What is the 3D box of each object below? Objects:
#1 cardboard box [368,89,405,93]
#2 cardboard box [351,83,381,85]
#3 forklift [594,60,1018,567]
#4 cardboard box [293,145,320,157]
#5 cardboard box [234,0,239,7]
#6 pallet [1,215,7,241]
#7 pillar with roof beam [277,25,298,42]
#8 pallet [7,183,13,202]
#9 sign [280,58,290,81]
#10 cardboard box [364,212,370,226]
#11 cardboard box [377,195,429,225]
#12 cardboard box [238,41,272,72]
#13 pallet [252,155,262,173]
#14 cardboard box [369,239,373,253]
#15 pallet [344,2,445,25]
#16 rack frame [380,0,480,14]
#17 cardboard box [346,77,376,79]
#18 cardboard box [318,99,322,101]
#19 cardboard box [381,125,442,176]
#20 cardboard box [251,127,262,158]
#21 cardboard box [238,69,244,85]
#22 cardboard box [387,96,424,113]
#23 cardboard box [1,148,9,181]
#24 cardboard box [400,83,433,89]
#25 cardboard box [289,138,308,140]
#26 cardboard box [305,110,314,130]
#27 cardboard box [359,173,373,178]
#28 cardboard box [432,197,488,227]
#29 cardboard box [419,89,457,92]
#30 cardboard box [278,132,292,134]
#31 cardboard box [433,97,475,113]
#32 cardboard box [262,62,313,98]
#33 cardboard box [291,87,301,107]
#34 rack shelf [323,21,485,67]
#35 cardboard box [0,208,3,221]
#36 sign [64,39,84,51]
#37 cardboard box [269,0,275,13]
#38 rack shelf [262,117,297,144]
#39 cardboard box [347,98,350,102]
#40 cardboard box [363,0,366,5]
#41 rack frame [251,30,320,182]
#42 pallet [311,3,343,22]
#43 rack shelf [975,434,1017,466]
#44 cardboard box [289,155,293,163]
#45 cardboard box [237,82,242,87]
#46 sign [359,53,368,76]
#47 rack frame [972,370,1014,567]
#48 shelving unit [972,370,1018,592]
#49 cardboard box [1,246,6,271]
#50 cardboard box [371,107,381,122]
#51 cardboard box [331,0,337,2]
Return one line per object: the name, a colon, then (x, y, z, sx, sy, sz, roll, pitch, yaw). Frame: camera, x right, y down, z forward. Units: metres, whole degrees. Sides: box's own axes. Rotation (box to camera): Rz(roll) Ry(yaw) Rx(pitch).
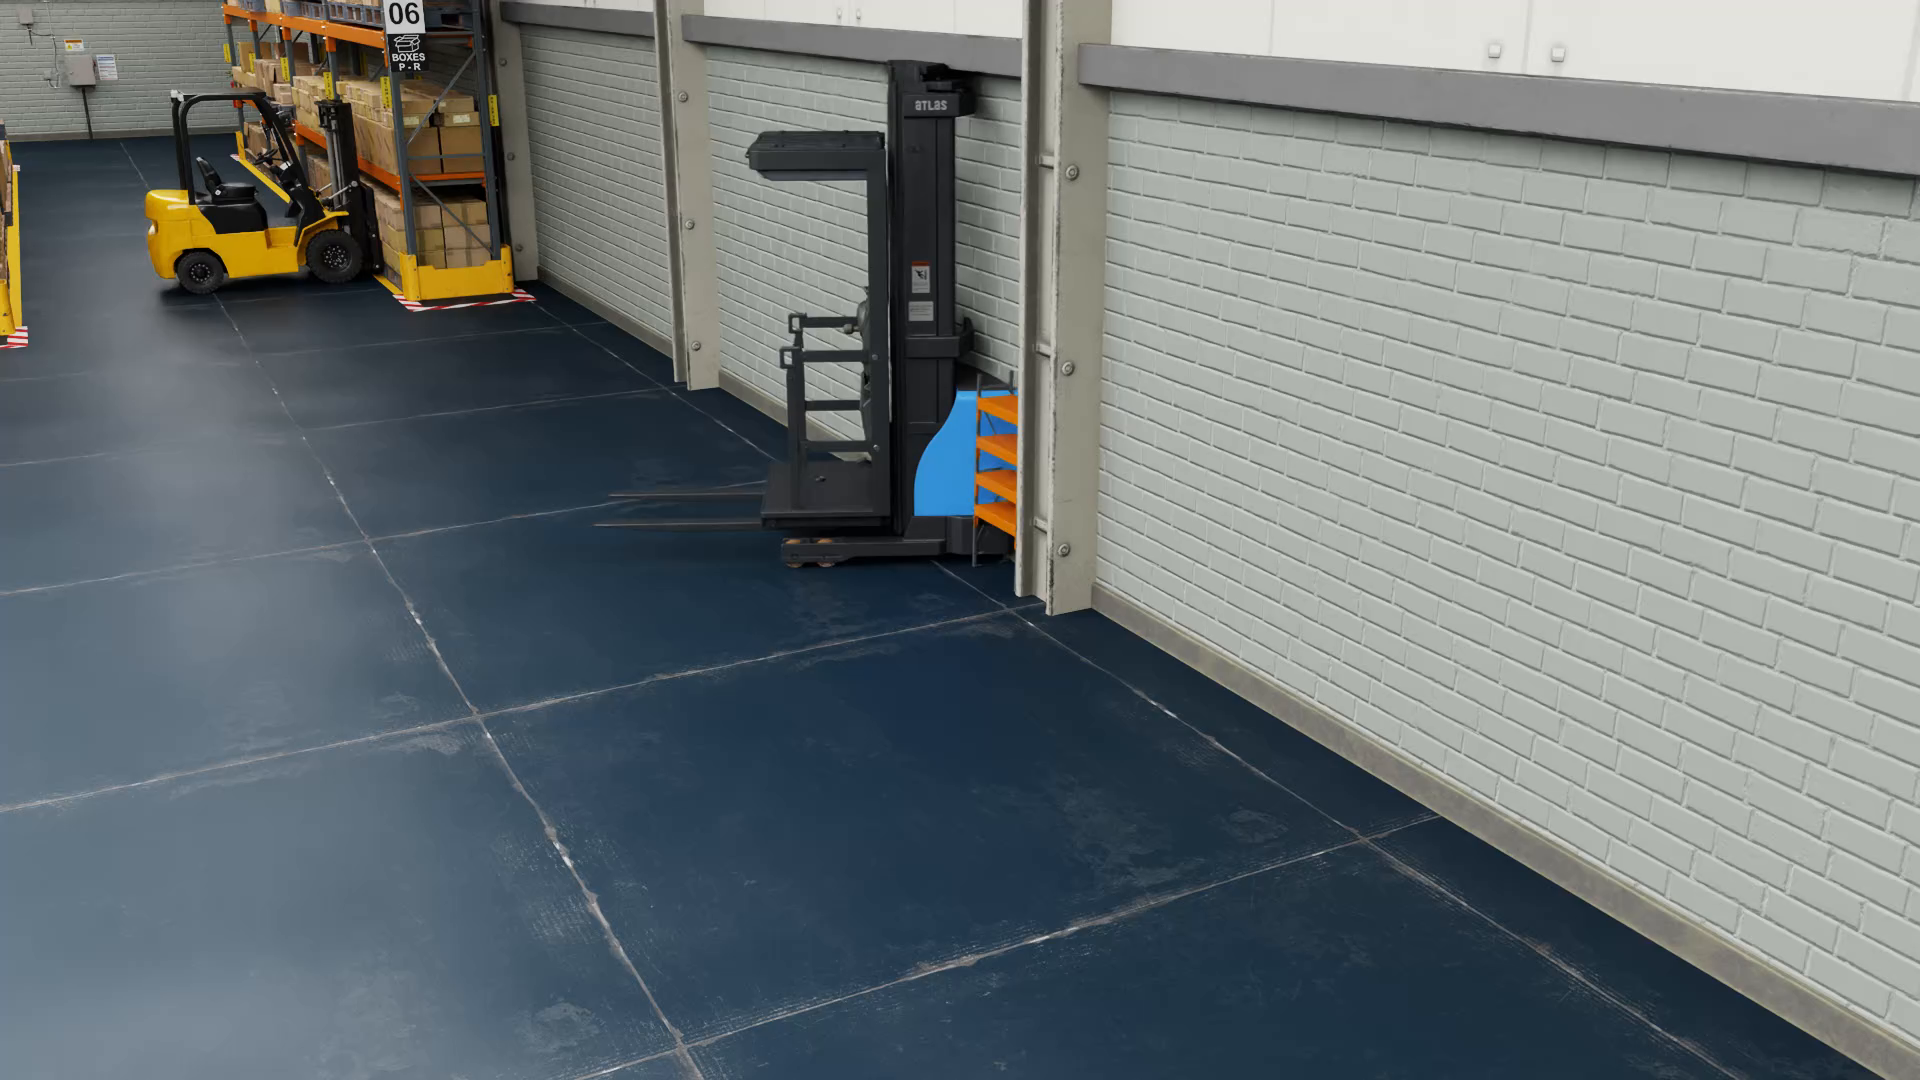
cardboard box: (-6.699, -5.180, 19.440, 0.380, 0.149, 0.250, -10, 21, -26)
cardboard box: (-7.286, -5.548, 20.507, 0.380, 0.149, 0.250, -10, 22, -28)
forklift: (-0.753, -1.397, 10.186, 3.031, 2.935, 1.130, -1, 19, -3)
cardboard box: (-10.023, -5.972, 25.533, 0.380, 0.149, 0.250, -11, 22, -29)
cardboard box: (-12.496, -9.414, 29.103, 0.380, 0.149, 0.250, -10, 21, -26)
pallet: (-13.405, -4.159, 22.362, 1.003, 0.211, 1.213, -10, 21, -27)
pillar with roof beam: (-17.483, -11.851, 31.181, 9.100, 9.000, 0.400, -10, 21, -27)
pallet: (-15.242, -5.322, 25.732, 1.003, 0.211, 1.213, -10, 21, -27)
sign: (-9.882, -6.895, 24.362, 0.100, 0.325, 0.005, -10, 21, -27)
cardboard box: (-6.843, -3.837, 19.957, 0.500, 0.250, 0.500, -10, 21, -27)
cardboard box: (-6.350, -3.776, 19.016, 0.500, 0.250, 0.500, -10, 21, -26)
cardboard box: (-12.516, -8.590, 29.552, 0.500, 0.500, 0.500, -9, 21, -25)
pallet: (-12.216, -6.850, 30.160, 1.003, 0.211, 1.213, -10, 21, -27)
cardboard box: (-6.835, -3.595, 20.023, 0.500, 0.250, 0.500, -9, 21, -25)
pallet: (-6.506, -6.109, 19.275, 1.003, 0.211, 1.213, -10, 21, -27)
rack frame: (-5.610, -7.011, 17.155, 1.000, 3.000, 0.127, -10, 21, -27)
cardboard box: (-8.606, -6.563, 23.904, 0.380, 0.149, 0.250, -10, 22, -28)
cardboard box: (-8.218, -5.737, 22.123, 0.500, 0.250, 0.500, -11, 22, -28)
cardboard box: (-6.074, -4.323, 18.409, 0.500, 0.500, 0.500, -11, 22, -28)
cardboard box: (-12.466, -7.177, 30.019, 0.500, 0.500, 0.500, -10, 21, -26)
cardboard box: (-12.746, -8.377, 30.082, 0.500, 0.250, 0.500, -10, 22, -28)
cardboard box: (-6.110, -4.806, 18.358, 0.380, 0.149, 0.250, -10, 21, -27)
cardboard box: (-15.878, -6.035, 26.805, 0.875, 0.438, 0.875, -10, 22, -27)
cardboard box: (-6.697, -5.559, 20.539, 0.380, 0.149, 0.250, -10, 22, -28)
cardboard box: (-10.543, -6.362, 26.663, 0.380, 0.149, 0.250, -10, 21, -26)
cardboard box: (-8.928, -5.944, 23.489, 0.500, 0.250, 0.500, -11, 22, -28)
cardboard box: (-7.555, -4.508, 21.135, 0.500, 0.250, 0.500, -10, 22, -27)
cardboard box: (-5.671, -3.714, 18.835, 0.500, 0.250, 0.500, -10, 22, -27)
cardboard box: (-6.103, -5.189, 19.468, 0.380, 0.149, 0.250, -11, 22, -28)
cardboard box: (-11.172, -6.732, 27.737, 0.380, 0.149, 0.250, -11, 22, -28)
cardboard box: (-5.581, -4.800, 18.338, 0.380, 0.149, 0.250, -10, 22, -28)
cardboard box: (-10.656, -7.319, 26.445, 0.700, 0.500, 0.500, -10, 21, -27)
cardboard box: (-9.435, -6.468, 24.242, 0.500, 0.250, 0.500, -10, 21, -27)
rack shelf: (-6.559, -5.828, 19.426, 1.077, 0.370, 4.000, -10, 21, -27)
cardboard box: (-13.516, -4.495, 22.443, 0.950, 0.372, 0.625, -12, 22, -30)
sign: (-18.501, -10.339, 34.728, 0.339, 0.242, 0.001, -10, 21, -27)
cardboard box: (-10.105, -8.073, 25.060, 0.500, 0.250, 0.500, -10, 21, -26)
rack shelf: (-10.358, -6.706, 26.570, 1.077, 0.370, 4.000, -10, 21, -27)
cardboard box: (-7.265, -5.319, 20.298, 0.380, 0.149, 0.250, -9, 21, -25)
cardboard box: (-6.391, -6.039, 18.345, 0.396, 0.266, 0.258, -10, 21, -27)
rack frame: (-11.308, -7.620, 28.117, 1.000, 3.000, 0.127, -10, 21, -27)
pallet: (-7.939, -6.903, 21.731, 0.805, 0.209, 1.217, -11, 22, -29)
rack shelf: (0.320, -0.500, 9.751, 0.258, 0.148, 0.480, -9, 21, -28)
cardboard box: (-10.278, -5.872, 26.239, 0.500, 0.500, 0.500, -9, 21, -24)
cardboard box: (-13.293, -8.513, 31.089, 0.380, 0.149, 0.250, -10, 21, -27)
sign: (-8.922, -7.106, 24.852, 0.100, 0.325, 0.005, -10, 21, -27)
rack frame: (0.196, -0.422, 10.001, 0.240, 1.200, 0.015, -9, 21, -28)
shelving unit: (0.317, -0.352, 9.800, 0.258, 1.200, 0.503, -9, 21, -28)
cardboard box: (-11.097, -3.173, 18.800, 0.500, 0.250, 0.500, -11, 22, -28)
cardboard box: (-6.514, -4.881, 19.029, 0.380, 0.149, 0.250, -11, 22, -28)
cardboard box: (-7.328, -6.669, 20.100, 0.500, 0.311, 0.500, -9, 21, -26)
